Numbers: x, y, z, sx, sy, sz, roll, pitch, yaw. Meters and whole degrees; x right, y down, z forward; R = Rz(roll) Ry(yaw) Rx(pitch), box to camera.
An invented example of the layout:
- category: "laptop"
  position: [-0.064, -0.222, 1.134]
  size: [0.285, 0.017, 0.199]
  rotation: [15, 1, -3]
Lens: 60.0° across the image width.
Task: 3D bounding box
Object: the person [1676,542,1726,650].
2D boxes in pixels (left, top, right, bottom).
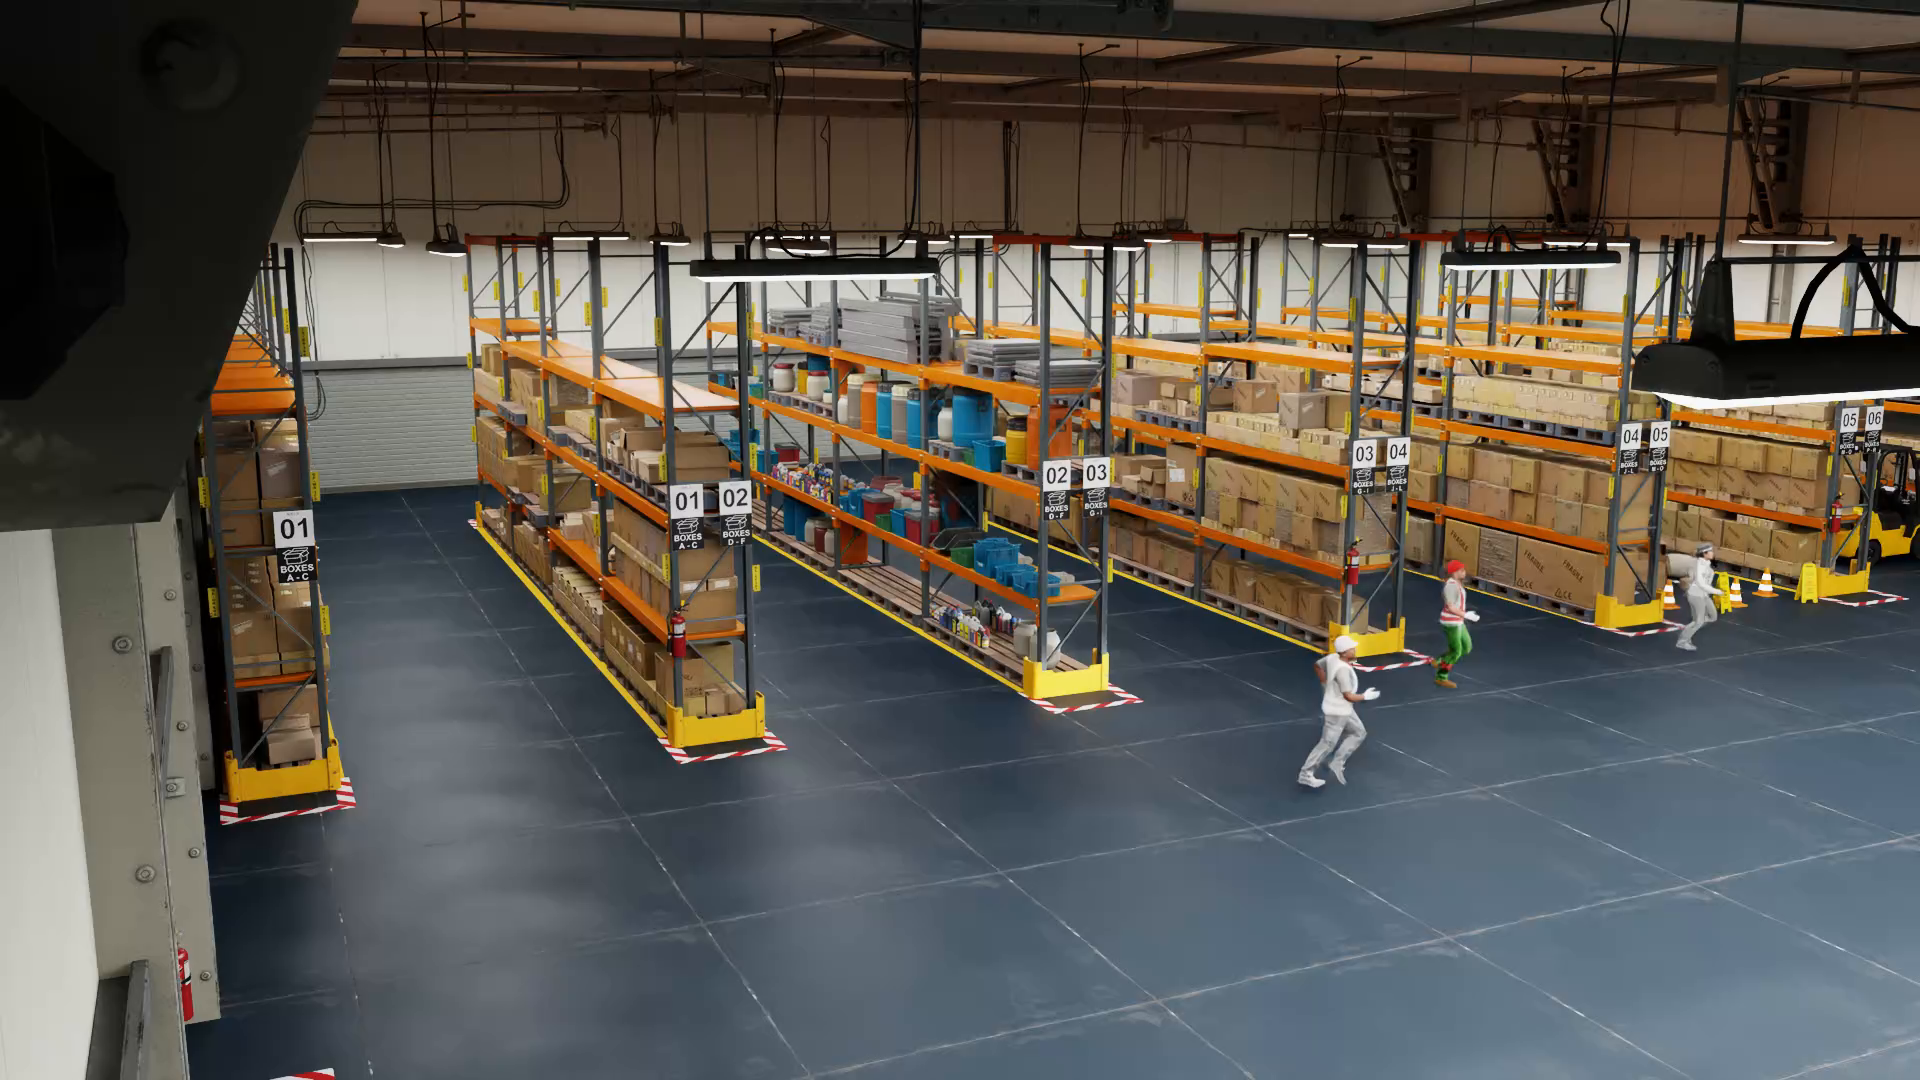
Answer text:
- category: "person"
  position: [10.961, 0.826, 24.537]
  size: [0.616, 1.645, 0.595]
  rotation: [6, 12, 28]

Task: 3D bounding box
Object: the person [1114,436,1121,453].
- category: "person"
  position: [3.873, -2.536, 41.802]
  size: [0.681, 1.742, 0.549]
  rotation: [-9, 14, -39]

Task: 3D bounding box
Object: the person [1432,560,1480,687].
- category: "person"
  position: [6.778, 1.135, 22.700]
  size: [0.607, 1.757, 0.711]
  rotation: [4, 12, 20]

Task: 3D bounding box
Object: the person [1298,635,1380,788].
- category: "person"
  position: [4.239, 1.909, 18.587]
  size: [0.861, 1.762, 0.699]
  rotation: [2, 11, 9]
